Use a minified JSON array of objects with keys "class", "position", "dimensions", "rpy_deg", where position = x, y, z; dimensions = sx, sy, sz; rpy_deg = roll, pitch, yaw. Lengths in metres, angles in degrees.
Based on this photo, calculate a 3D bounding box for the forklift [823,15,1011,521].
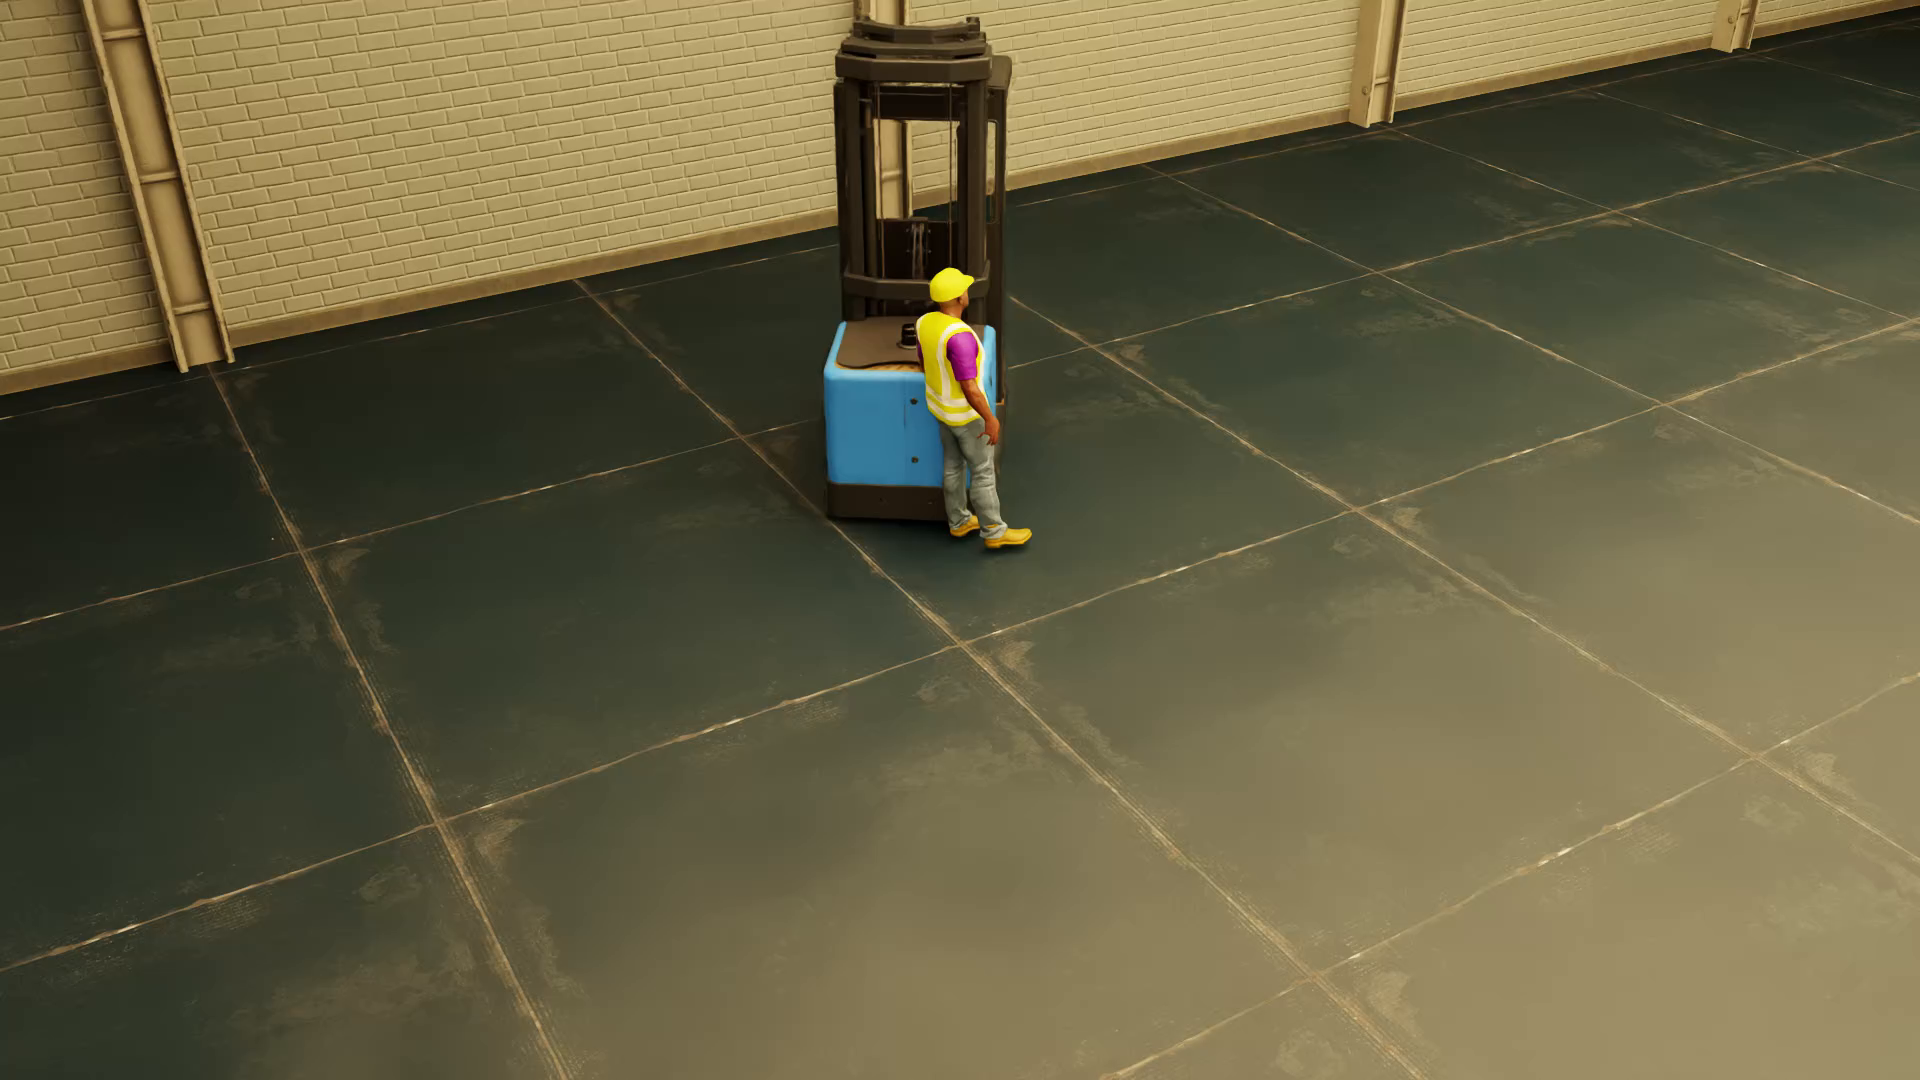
[{"class":"forklift","position":[-0.234,-2.102,11.158],"dimensions":[1.130,2.935,3.031],"rpy_deg":[2,31,3]}]

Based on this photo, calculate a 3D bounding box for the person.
[{"class":"person","position":[0.063,-0.814,10.048],"dimensions":[0.577,1.765,0.665],"rpy_deg":[-17,35,-26]}]
